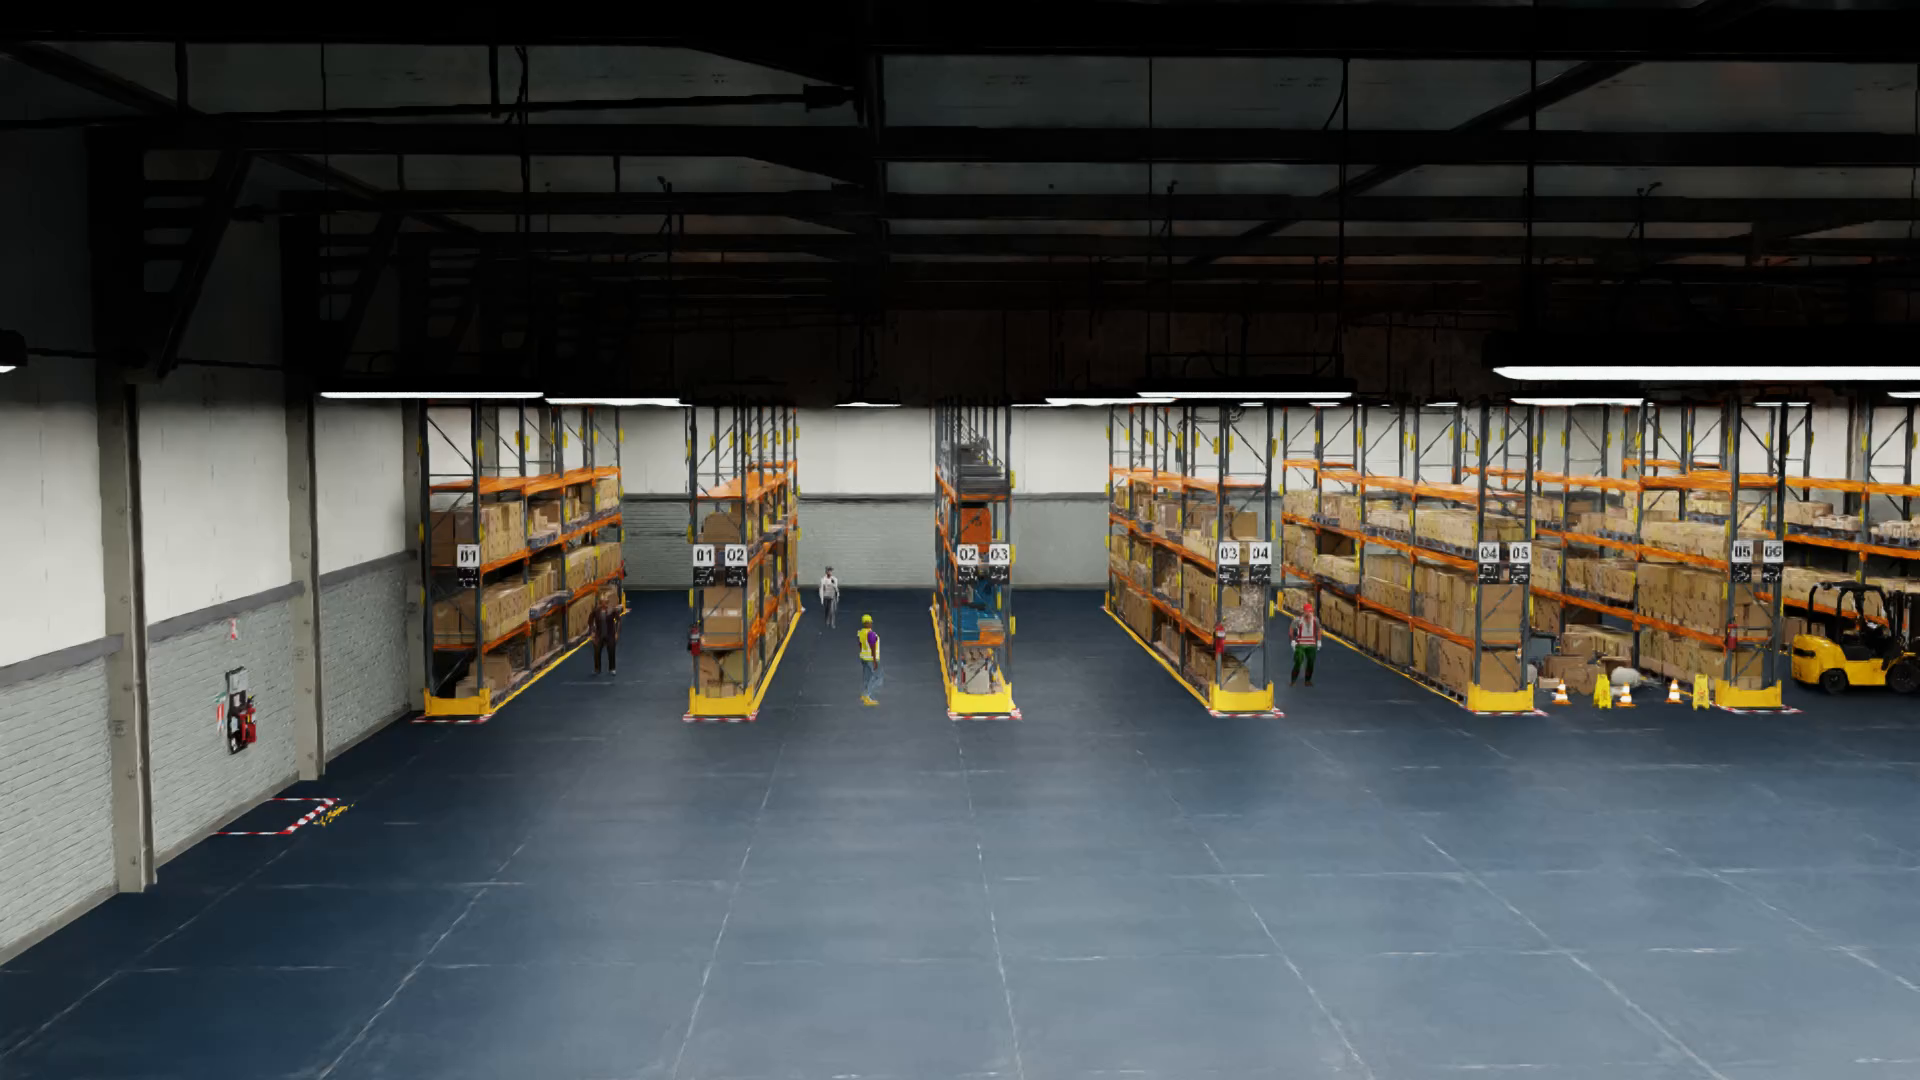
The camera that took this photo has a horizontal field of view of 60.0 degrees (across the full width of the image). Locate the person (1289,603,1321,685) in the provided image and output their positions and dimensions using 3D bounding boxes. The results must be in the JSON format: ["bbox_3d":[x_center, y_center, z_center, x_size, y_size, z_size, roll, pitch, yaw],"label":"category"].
[{"bbox_3d":[7.136,2.157,34.370,0.677,1.742,0.552,0,5,-3],"label":"person"}]

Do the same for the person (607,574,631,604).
[{"bbox_3d":[-10.079,1.011,48.595,0.567,1.752,0.740,3,6,36],"label":"person"}]

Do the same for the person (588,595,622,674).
[{"bbox_3d":[-7.654,2.042,35.848,0.729,1.733,0.546,0,5,-3],"label":"person"}]

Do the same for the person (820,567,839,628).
[{"bbox_3d":[-3.439,1.475,43.652,0.495,1.589,1.086,0,4,0],"label":"person"}]

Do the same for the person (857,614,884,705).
[{"bbox_3d":[-1.758,2.318,32.110,0.456,1.752,0.607,-3,5,-32],"label":"person"}]
